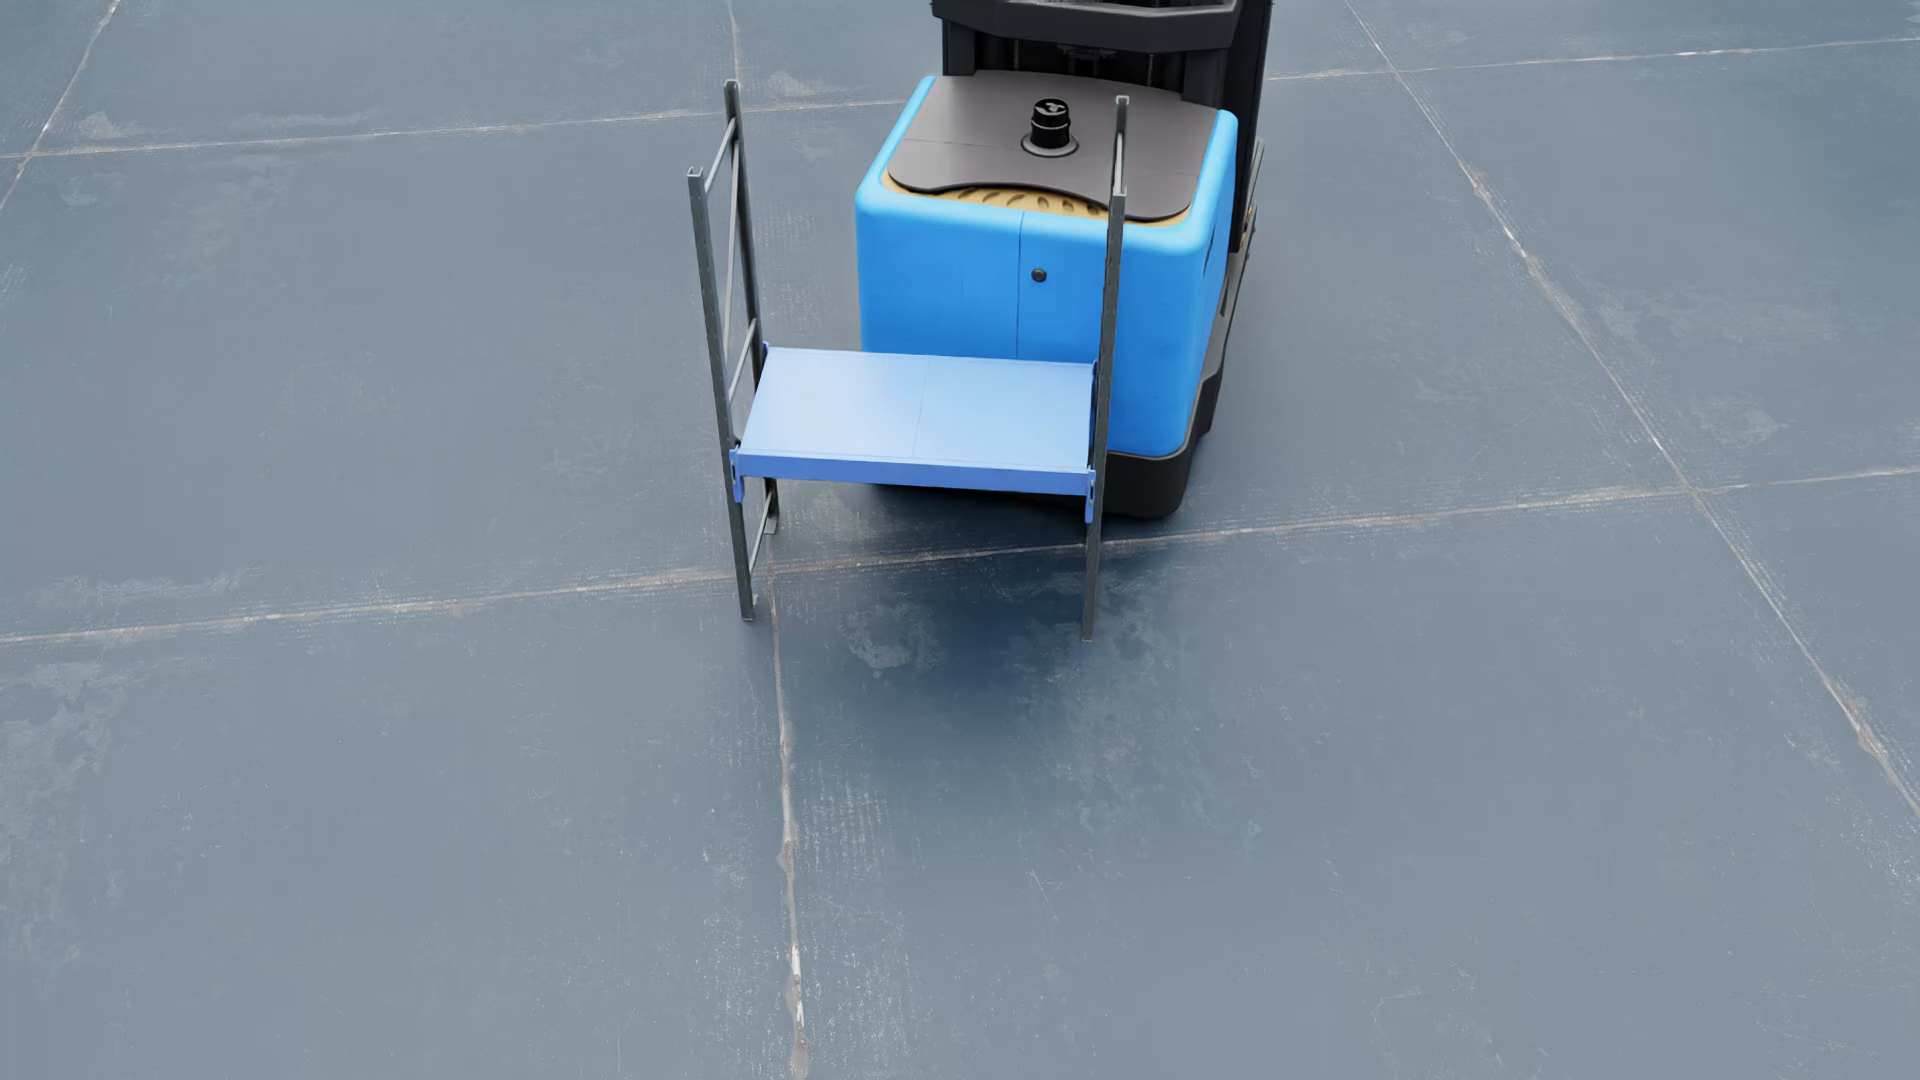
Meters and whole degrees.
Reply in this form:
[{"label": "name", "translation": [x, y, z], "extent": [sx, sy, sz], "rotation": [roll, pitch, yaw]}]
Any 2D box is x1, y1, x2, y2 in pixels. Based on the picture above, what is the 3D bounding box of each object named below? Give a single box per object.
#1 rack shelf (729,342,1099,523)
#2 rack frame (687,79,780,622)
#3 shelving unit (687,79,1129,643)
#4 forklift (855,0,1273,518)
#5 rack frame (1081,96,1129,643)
[{"label": "rack shelf", "translation": [-0.110, -0.315, 4.748], "extent": [1.000, 0.185, 0.538], "rotation": [3, 42, 4]}, {"label": "rack frame", "translation": [-0.616, -0.479, 4.661], "extent": [0.032, 1.500, 0.500], "rotation": [3, 42, 4]}, {"label": "shelving unit", "translation": [-0.110, -0.449, 4.628], "extent": [1.048, 1.500, 0.538], "rotation": [3, 42, 4]}, {"label": "forklift", "translation": [0.539, -2.156, 5.452], "extent": [1.130, 2.935, 3.031], "rotation": [10, 43, 11]}, {"label": "rack frame", "translation": [0.397, -0.419, 4.595], "extent": [0.032, 1.500, 0.500], "rotation": [3, 42, 4]}]
